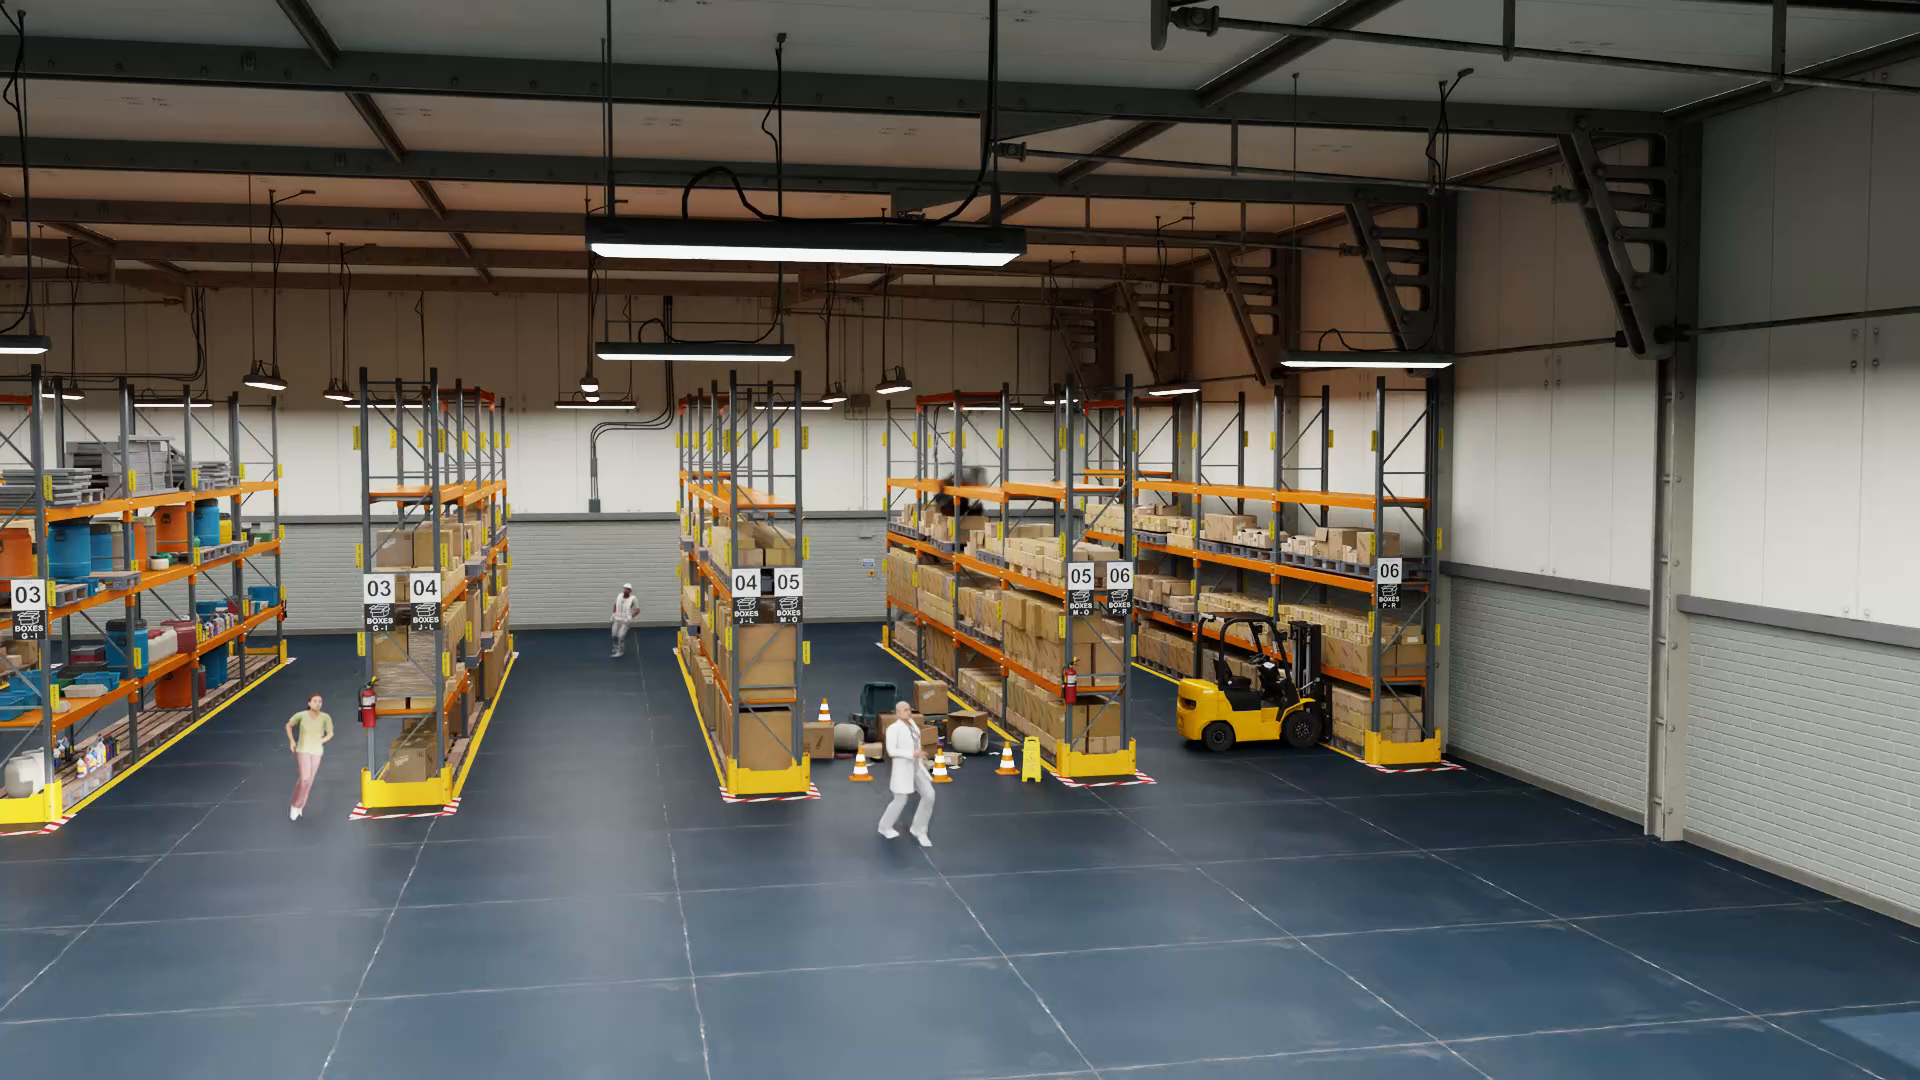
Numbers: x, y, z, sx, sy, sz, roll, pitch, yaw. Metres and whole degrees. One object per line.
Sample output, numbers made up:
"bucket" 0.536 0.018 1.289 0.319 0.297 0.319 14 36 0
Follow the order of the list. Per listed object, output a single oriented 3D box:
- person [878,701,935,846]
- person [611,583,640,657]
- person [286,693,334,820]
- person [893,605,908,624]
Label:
"person" -0.664 2.908 20.711 0.827 1.820 0.723 3 5 41
"person" -7.747 1.859 38.380 0.729 1.729 0.570 1 3 10
"person" -8.670 2.861 22.189 0.590 1.656 0.608 -2 4 -35
"person" -1.443 1.660 41.839 0.558 1.707 0.697 1 3 13
